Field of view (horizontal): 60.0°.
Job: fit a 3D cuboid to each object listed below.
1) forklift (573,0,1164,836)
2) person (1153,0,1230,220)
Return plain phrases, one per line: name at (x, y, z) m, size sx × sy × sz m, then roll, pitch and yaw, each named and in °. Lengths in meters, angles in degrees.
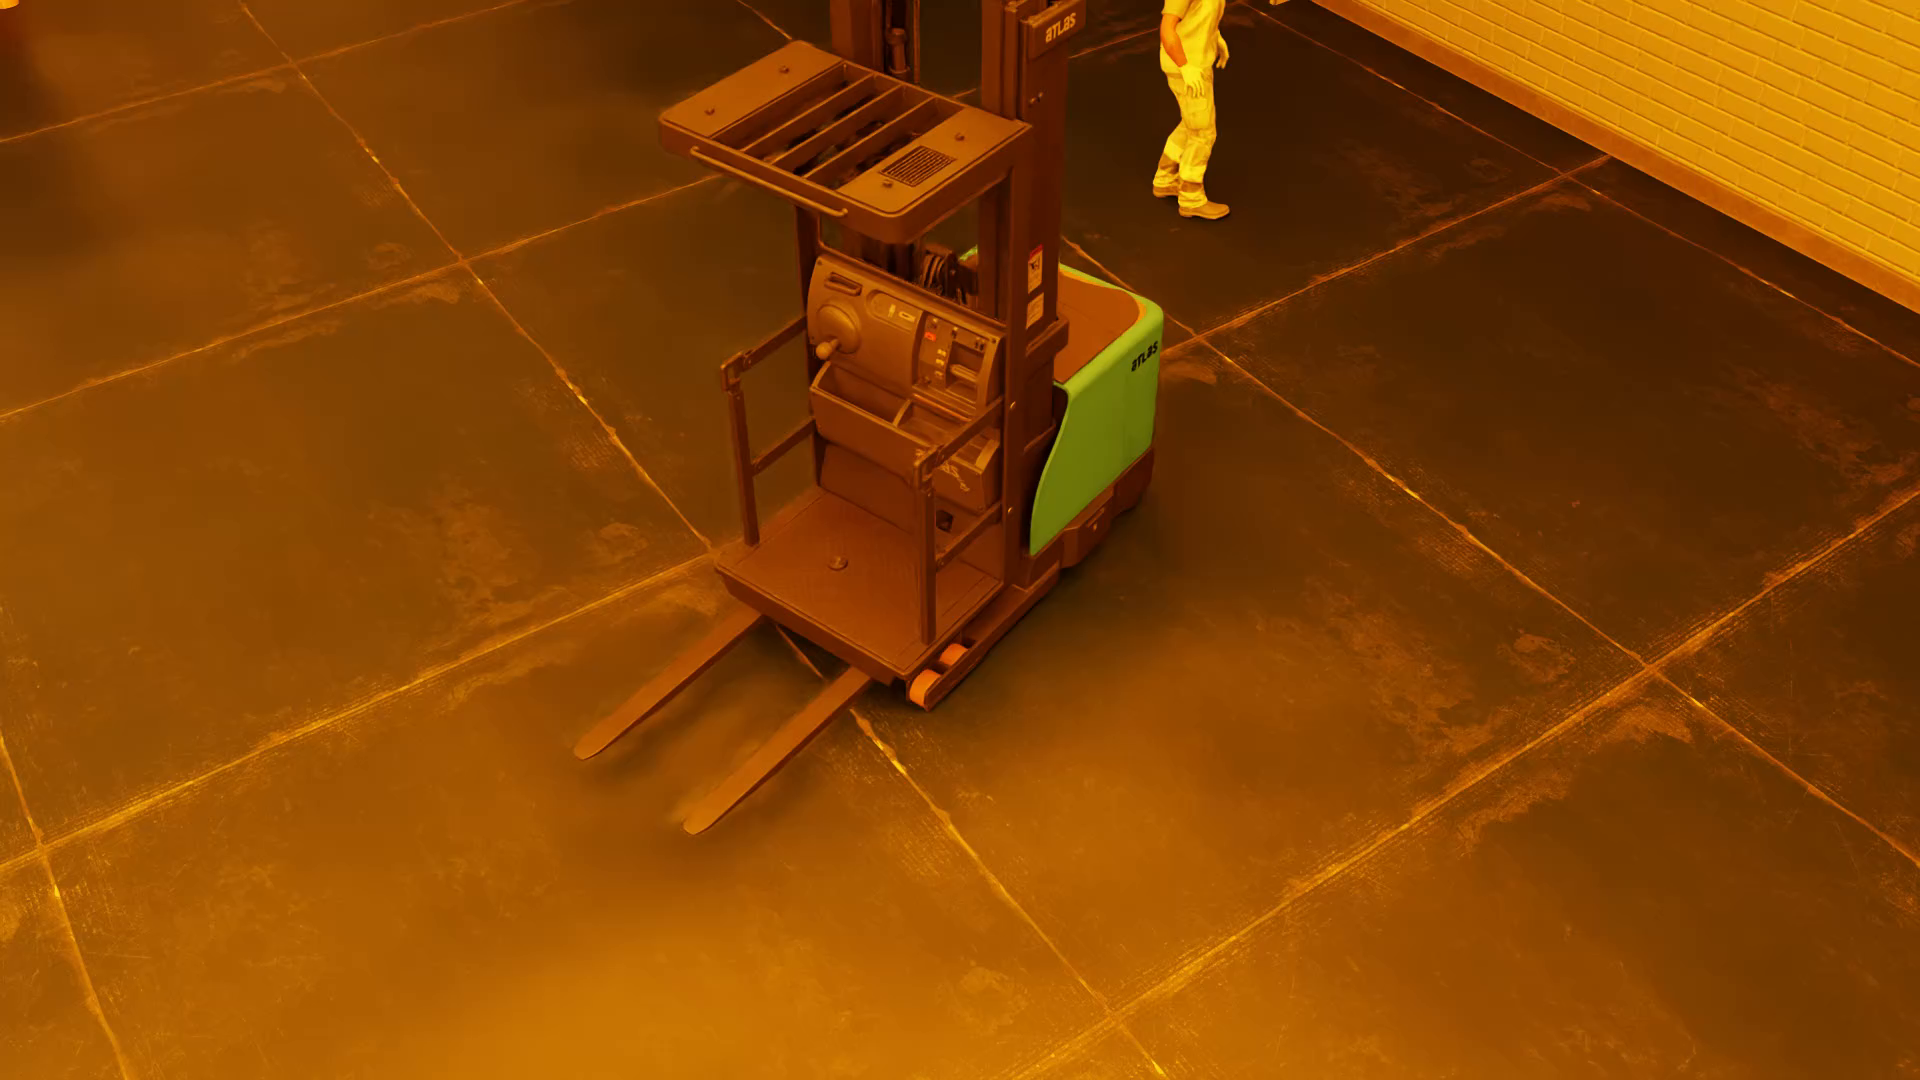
forklift at (-0.363, -0.741, 6.520) m, size 1.130 × 2.935 × 3.031 m, roll 27°, pitch 49°, yaw 27°
person at (1.402, -2.721, 9.532) m, size 0.506 × 1.761 × 0.757 m, roll 9°, pitch 43°, yaw 10°
